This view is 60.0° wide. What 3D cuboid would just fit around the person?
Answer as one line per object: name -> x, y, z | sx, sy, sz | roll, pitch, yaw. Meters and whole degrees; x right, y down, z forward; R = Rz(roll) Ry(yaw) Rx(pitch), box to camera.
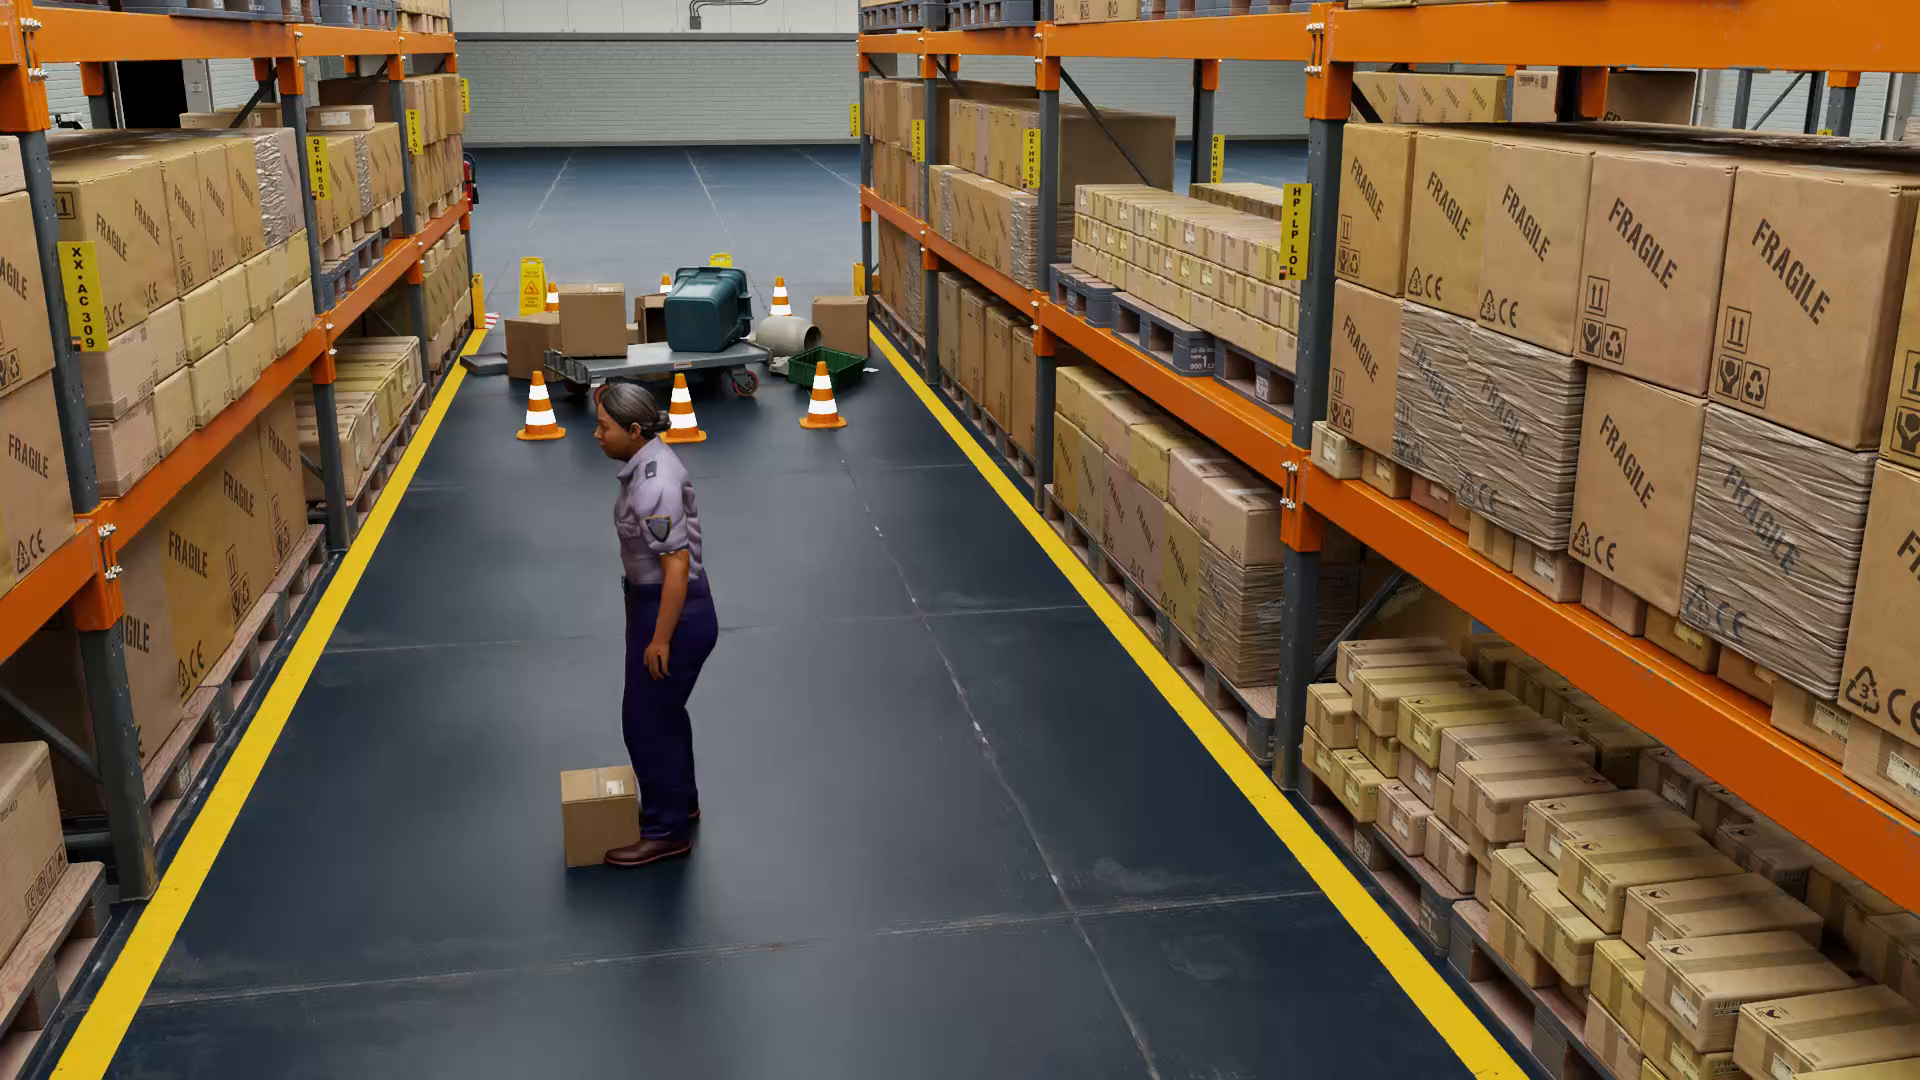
person -> -1.044, 0.324, 5.644 | 0.426, 1.545, 0.562 | -4, 17, -14
